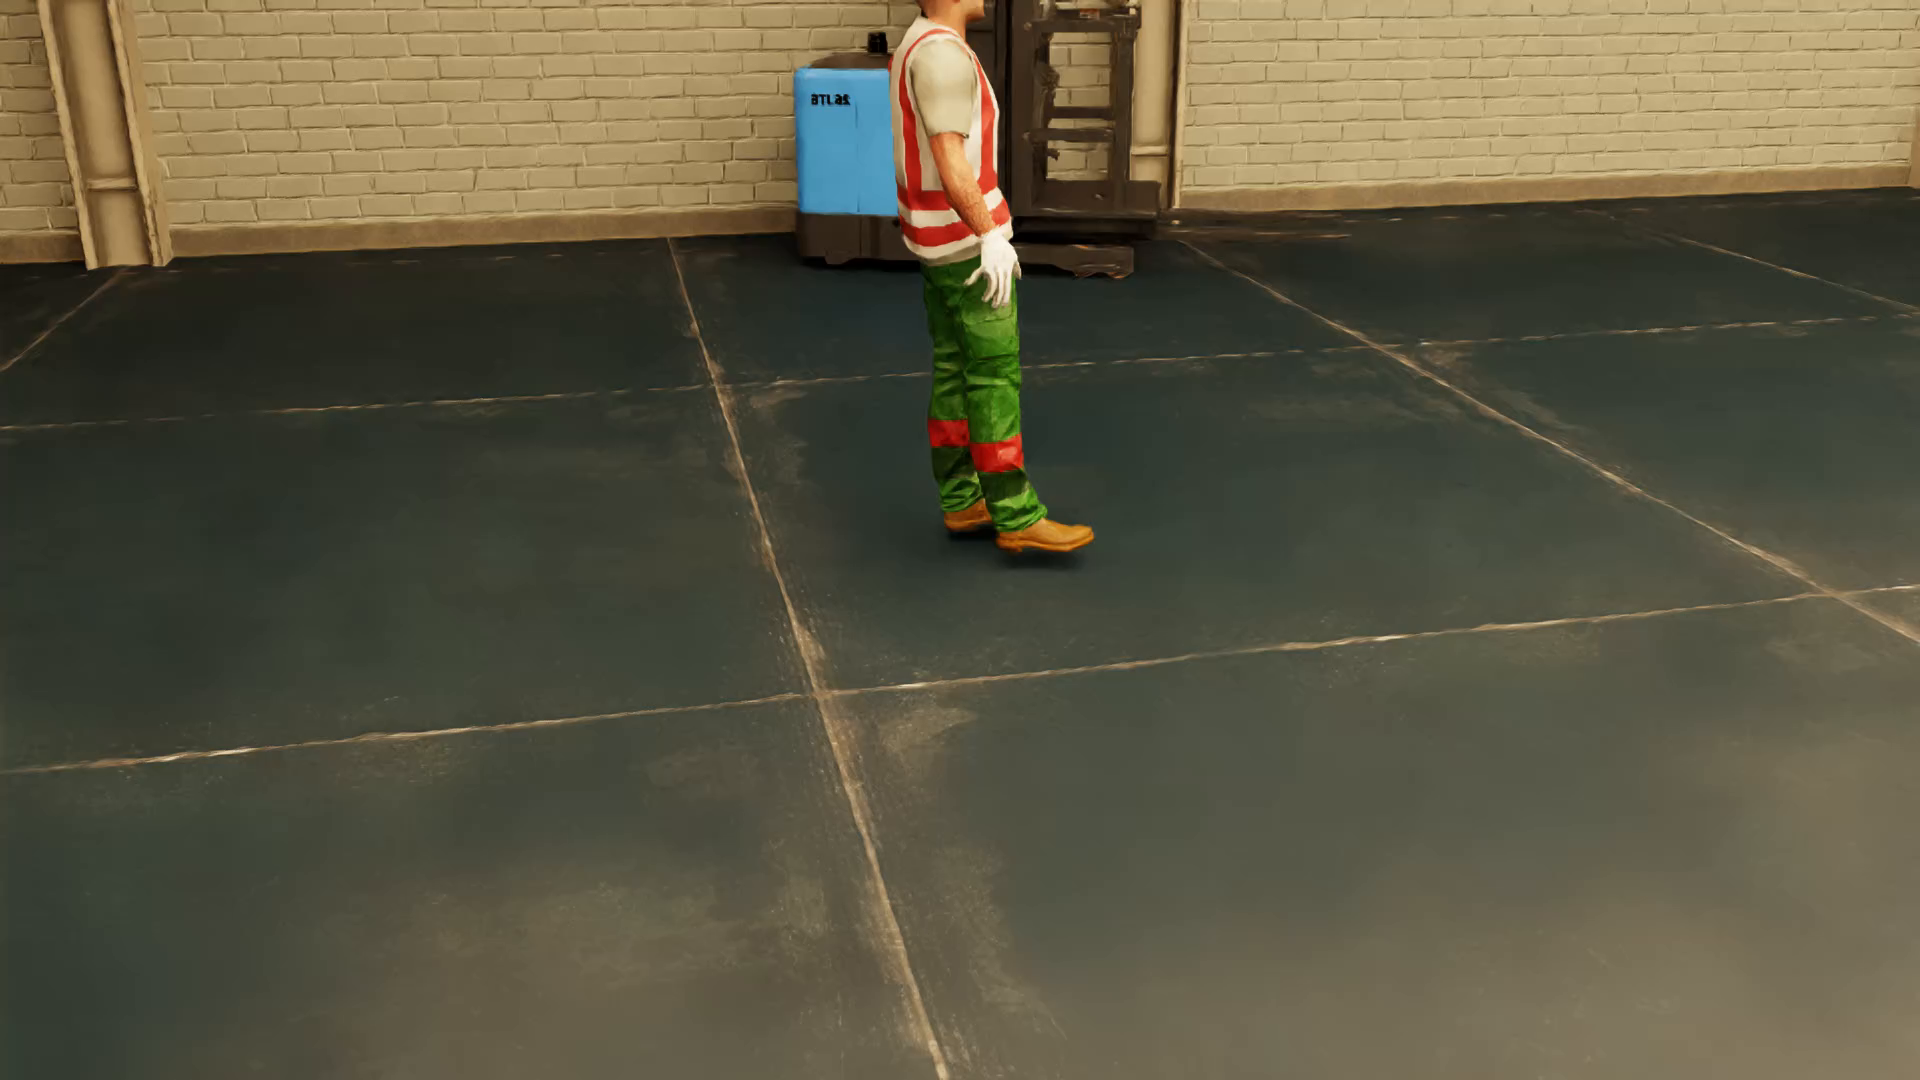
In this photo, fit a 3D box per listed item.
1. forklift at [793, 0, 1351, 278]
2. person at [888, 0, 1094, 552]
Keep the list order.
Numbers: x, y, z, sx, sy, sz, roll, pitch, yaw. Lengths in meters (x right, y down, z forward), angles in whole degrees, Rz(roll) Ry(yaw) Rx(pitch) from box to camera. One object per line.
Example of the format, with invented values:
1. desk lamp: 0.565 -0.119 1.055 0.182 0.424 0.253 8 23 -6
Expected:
1. forklift: 0.647 -2.987 9.005 3.031 2.935 1.130 3 21 7
2. person: 0.081 -0.881 4.969 0.563 1.787 0.637 -5 21 -12
